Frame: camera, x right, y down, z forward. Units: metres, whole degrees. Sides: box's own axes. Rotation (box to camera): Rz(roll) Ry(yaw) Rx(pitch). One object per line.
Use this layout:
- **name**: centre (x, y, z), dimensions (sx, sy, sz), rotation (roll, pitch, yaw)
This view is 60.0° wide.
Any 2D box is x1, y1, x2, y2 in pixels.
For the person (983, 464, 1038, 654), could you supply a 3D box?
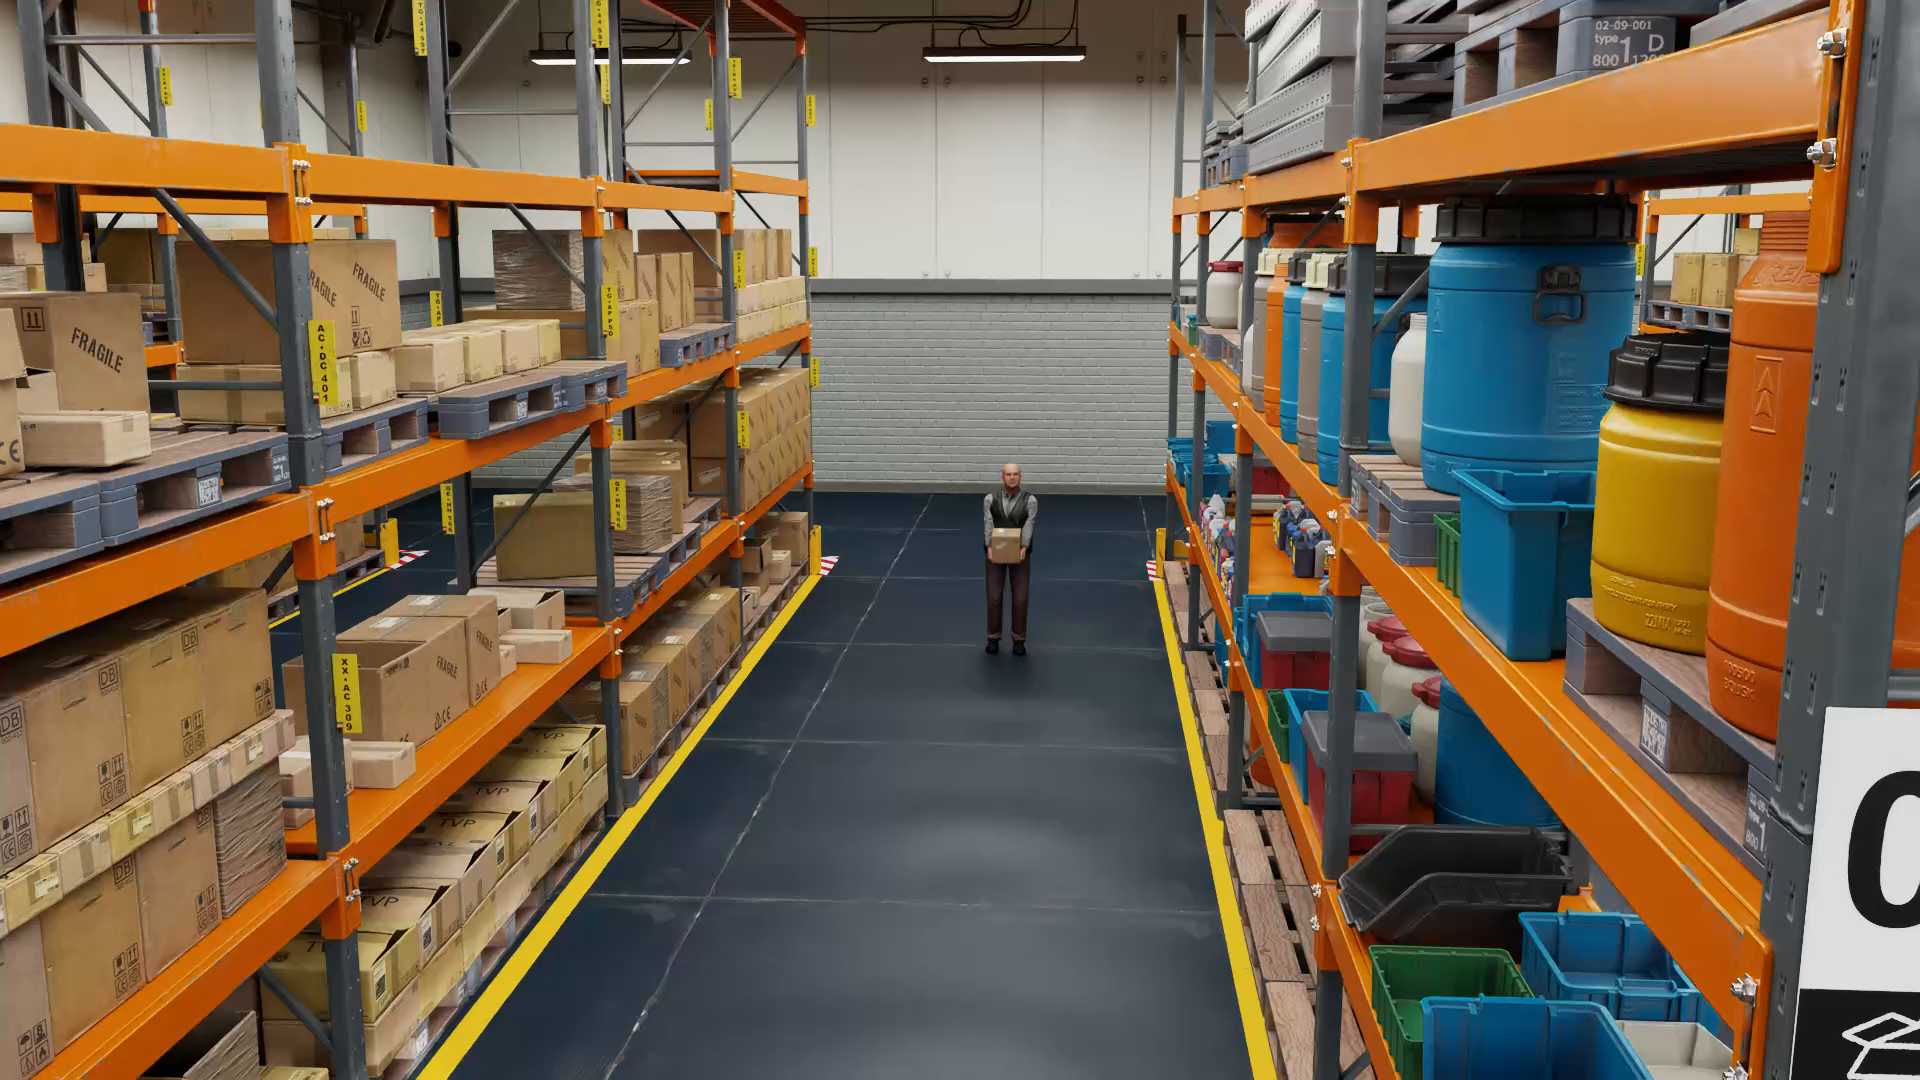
- **person**: centre (0.449, 0.178, 15.068), dimensions (0.494, 1.711, 0.551), rotation (1, 11, 5)
